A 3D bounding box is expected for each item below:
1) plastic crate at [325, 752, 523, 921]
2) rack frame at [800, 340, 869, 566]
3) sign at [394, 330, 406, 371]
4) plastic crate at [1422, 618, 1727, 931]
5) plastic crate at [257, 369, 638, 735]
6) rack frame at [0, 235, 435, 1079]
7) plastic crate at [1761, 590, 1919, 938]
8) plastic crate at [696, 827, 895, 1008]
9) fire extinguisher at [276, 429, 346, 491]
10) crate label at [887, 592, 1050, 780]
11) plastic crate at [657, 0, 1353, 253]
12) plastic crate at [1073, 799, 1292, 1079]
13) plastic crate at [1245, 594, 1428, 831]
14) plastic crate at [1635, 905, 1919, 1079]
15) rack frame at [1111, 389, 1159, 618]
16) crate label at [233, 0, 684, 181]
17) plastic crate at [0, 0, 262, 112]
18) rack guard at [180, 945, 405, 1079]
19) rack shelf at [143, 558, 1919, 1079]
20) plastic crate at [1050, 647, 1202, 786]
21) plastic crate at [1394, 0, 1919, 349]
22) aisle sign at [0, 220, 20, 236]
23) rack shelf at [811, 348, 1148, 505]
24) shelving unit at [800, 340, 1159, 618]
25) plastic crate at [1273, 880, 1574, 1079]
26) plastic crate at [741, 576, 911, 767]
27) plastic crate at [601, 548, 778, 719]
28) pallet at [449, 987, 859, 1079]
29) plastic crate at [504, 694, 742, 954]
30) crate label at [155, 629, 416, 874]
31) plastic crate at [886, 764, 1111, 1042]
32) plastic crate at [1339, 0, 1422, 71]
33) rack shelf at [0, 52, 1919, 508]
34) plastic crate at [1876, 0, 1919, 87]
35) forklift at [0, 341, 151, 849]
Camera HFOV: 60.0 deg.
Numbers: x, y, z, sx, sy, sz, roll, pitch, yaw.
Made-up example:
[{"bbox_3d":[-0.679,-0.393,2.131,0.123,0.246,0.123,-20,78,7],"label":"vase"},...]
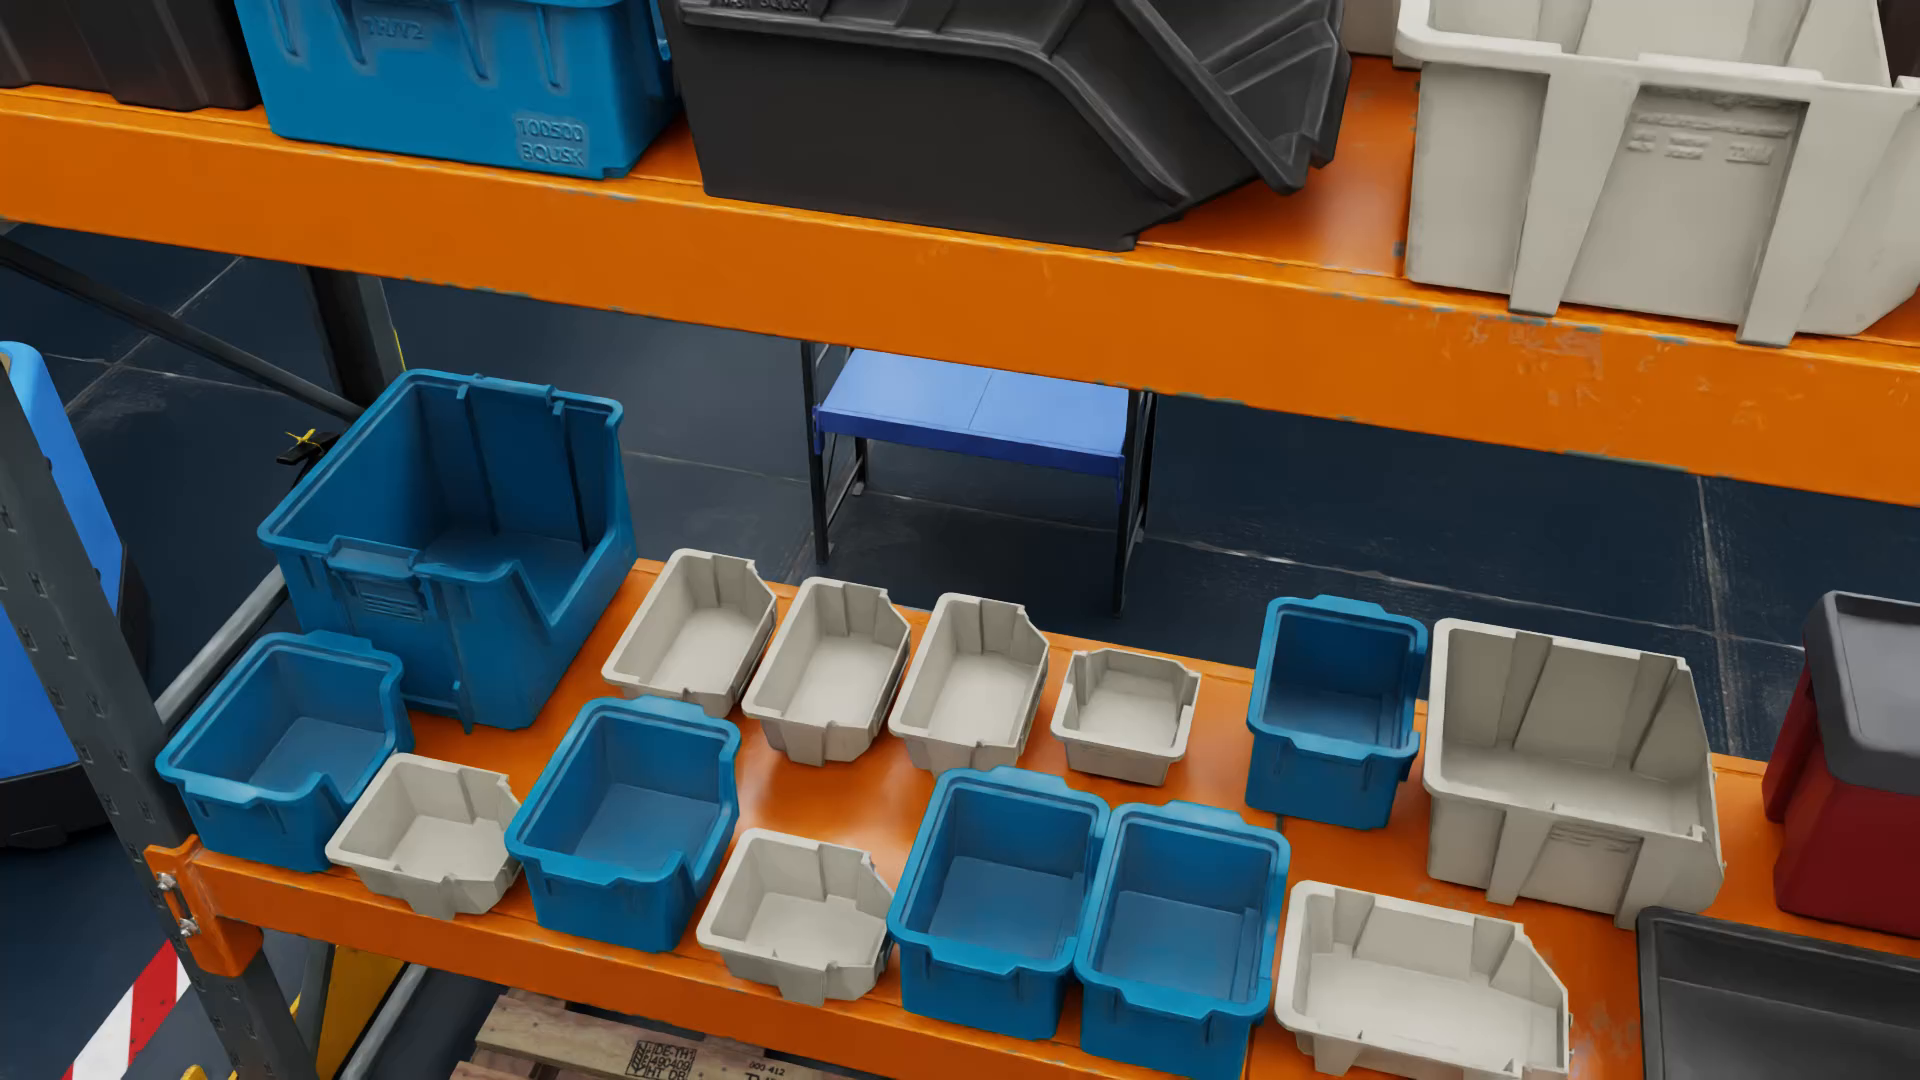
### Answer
[{"bbox_3d":[-0.915,0.536,2.938,0.298,0.136,0.250,10,41,11],"label":"plastic crate"},{"bbox_3d":[-0.409,-0.645,5.351,0.032,1.500,0.500,10,41,11],"label":"rack frame"},{"bbox_3d":[-1.230,-0.299,3.647,0.005,0.325,0.100,10,41,11],"label":"sign"},{"bbox_3d":[1.080,0.427,2.955,0.530,0.282,0.437,10,41,11],"label":"plastic crate"},{"bbox_3d":[-0.985,0.011,3.331,0.499,0.435,0.616,10,41,11],"label":"plastic crate"},{"bbox_3d":[-1.357,0.108,3.289,0.127,3.000,1.000,10,41,11],"label":"rack frame"},{"bbox_3d":[1.709,0.421,2.820,0.583,0.464,0.402,10,41,11],"label":"plastic crate"},{"bbox_3d":[-0.260,0.649,2.804,0.298,0.136,0.250,10,41,11],"label":"plastic crate"},{"bbox_3d":[-1.385,-0.027,3.800,0.183,0.674,0.296,10,41,11],"label":"fire extinguisher"},{"bbox_3d":[0.029,0.297,3.222,0.243,0.136,0.396,10,41,11],"label":"crate label"},{"bbox_3d":[0.048,-0.592,1.839,0.767,0.338,0.504,10,41,11],"label":"plastic crate"},{"bbox_3d":[0.358,0.663,2.712,0.300,0.233,0.416,10,41,11],"label":"plastic crate"},{"bbox_3d":[0.693,0.331,3.107,0.300,0.233,0.416,10,41,11],"label":"plastic crate"},{"bbox_3d":[1.356,0.836,2.590,0.590,0.125,0.437,10,41,11],"label":"plastic crate"},{"bbox_3d":[0.573,-0.476,5.150,0.032,1.500,0.500,10,41,11],"label":"rack frame"},{"bbox_3d":[-0.549,-0.630,1.951,0.502,0.251,0.408,10,41,11],"label":"crate label"},{"bbox_3d":[-1.057,-0.754,2.084,0.590,0.269,0.497,10,41,11],"label":"plastic crate"},{"bbox_3d":[-1.383,1.069,4.088,0.348,0.500,1.175,10,41,11],"label":"rack guard"},{"bbox_3d":[0.575,0.716,3.125,4.000,0.370,1.077,10,41,11],"label":"rack shelf"},{"bbox_3d":[0.320,0.335,3.177,0.250,0.136,0.298,10,41,11],"label":"plastic crate"},{"bbox_3d":[0.704,-0.435,1.696,0.530,0.282,0.437,10,41,11],"label":"plastic crate"},{"bbox_3d":[-1.503,-0.715,2.248,0.004,0.787,0.394,10,41,11],"label":"aisle sign"},{"bbox_3d":[0.082,-0.422,5.366,1.000,0.185,0.538,10,41,11],"label":"rack shelf"},{"bbox_3d":[0.082,-0.560,5.251,1.048,1.500,0.538,10,41,11],"label":"shelving unit"},{"bbox_3d":[0.747,0.748,2.685,0.466,0.136,0.293,10,41,11],"label":"plastic crate"},{"bbox_3d":[-0.246,0.266,3.259,0.243,0.136,0.396,10,41,11],"label":"plastic crate"},{"bbox_3d":[-0.522,0.209,3.327,0.243,0.136,0.396,10,41,11],"label":"plastic crate"},{"bbox_3d":[-0.570,1.337,3.994,1.213,0.211,1.003,10,41,11],"label":"pallet"},{"bbox_3d":[-0.568,0.504,2.901,0.300,0.233,0.416,10,41,11],"label":"plastic crate"},{"bbox_3d":[-1.204,0.394,3.032,0.303,0.233,0.416,10,41,11],"label":"crate label"},{"bbox_3d":[0.068,0.613,2.771,0.300,0.233,0.416,10,41,11],"label":"plastic crate"},{"bbox_3d":[0.703,-0.751,2.184,0.530,0.136,0.437,10,41,11],"label":"plastic crate"},{"bbox_3d":[0.575,-0.433,2.160,4.000,0.370,1.077,10,41,11],"label":"rack shelf"},{"bbox_3d":[1.378,-0.703,2.024,0.590,0.269,0.497,10,41,11],"label":"plastic crate"},{"bbox_3d":[-3.935,-0.303,3.832,3.031,2.935,1.130,-12,41,-14],"label":"forklift"}]
